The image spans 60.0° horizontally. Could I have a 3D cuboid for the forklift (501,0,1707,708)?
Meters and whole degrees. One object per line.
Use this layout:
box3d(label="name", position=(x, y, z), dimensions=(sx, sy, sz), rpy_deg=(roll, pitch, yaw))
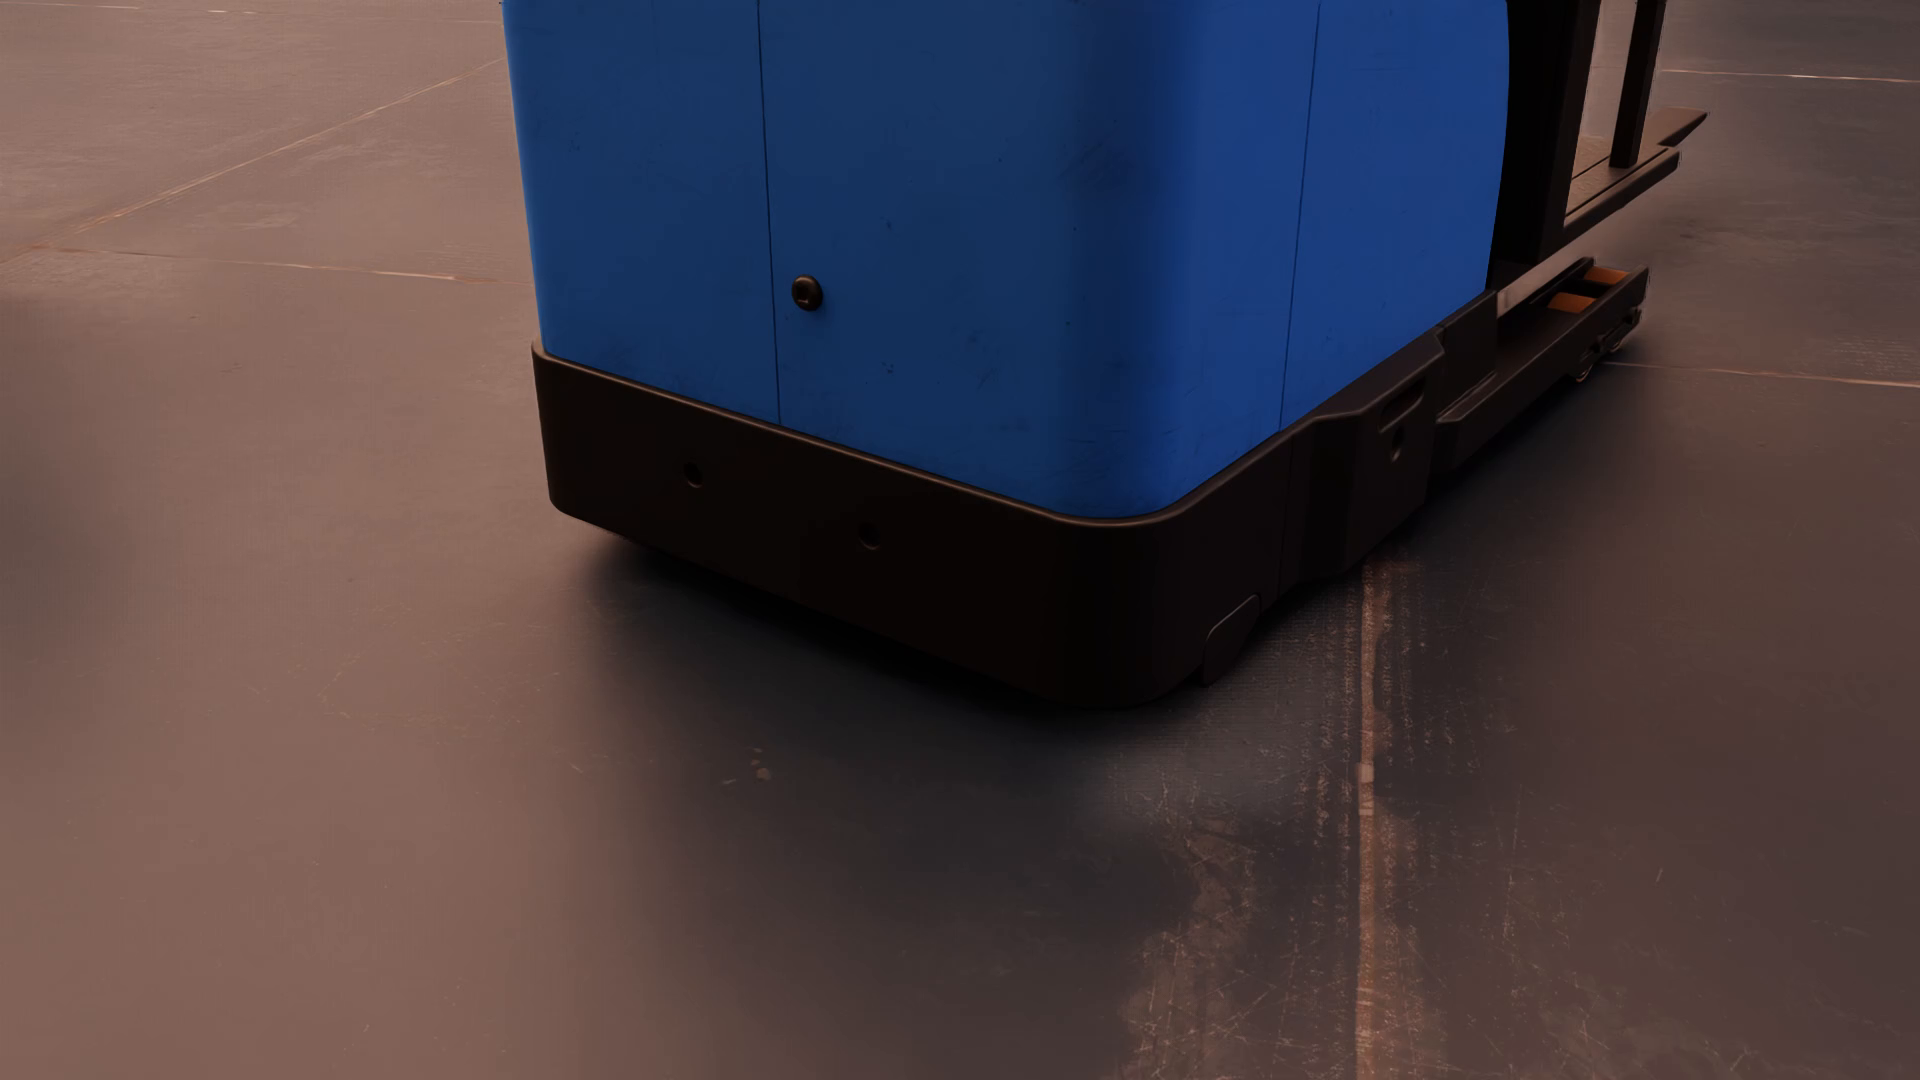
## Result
box3d(label="forklift", position=(0.670, -1.715, 2.646), dimensions=(1.130, 2.935, 3.031), rpy_deg=(18, 32, 32))
